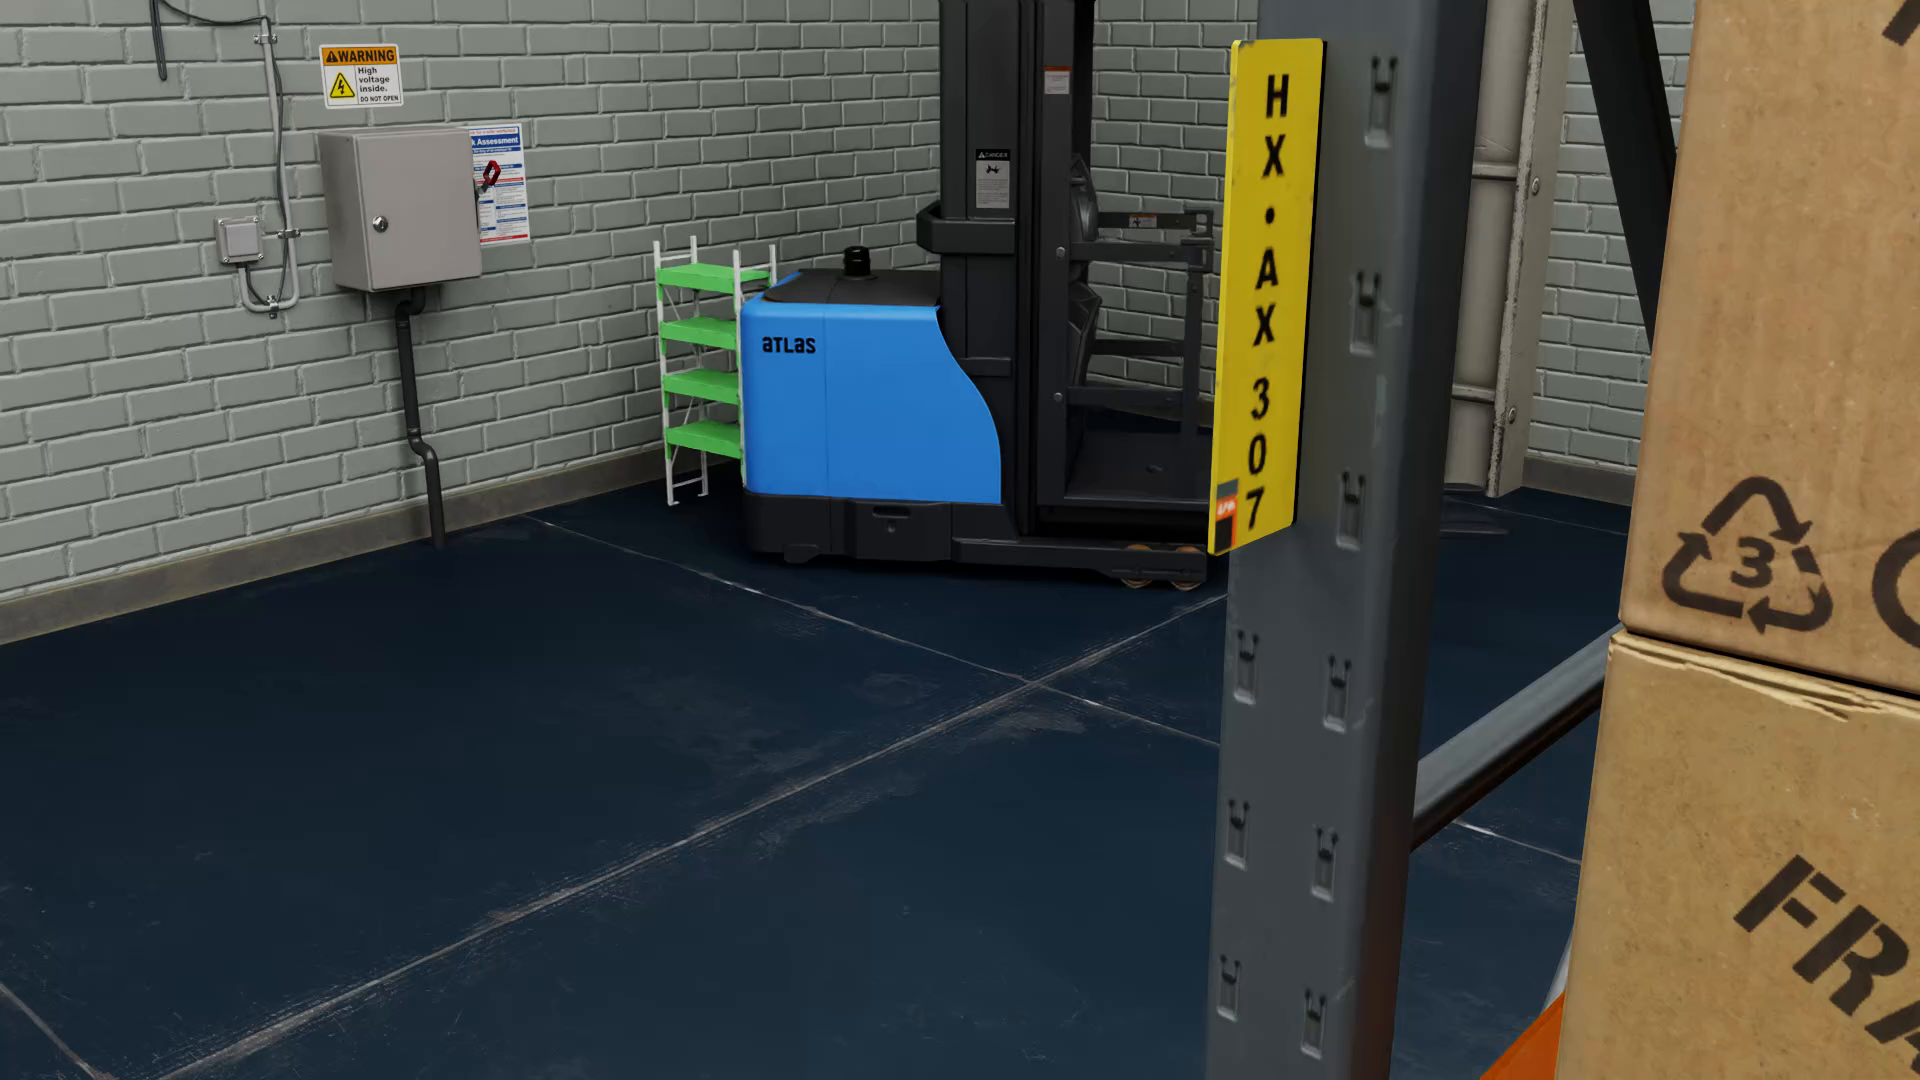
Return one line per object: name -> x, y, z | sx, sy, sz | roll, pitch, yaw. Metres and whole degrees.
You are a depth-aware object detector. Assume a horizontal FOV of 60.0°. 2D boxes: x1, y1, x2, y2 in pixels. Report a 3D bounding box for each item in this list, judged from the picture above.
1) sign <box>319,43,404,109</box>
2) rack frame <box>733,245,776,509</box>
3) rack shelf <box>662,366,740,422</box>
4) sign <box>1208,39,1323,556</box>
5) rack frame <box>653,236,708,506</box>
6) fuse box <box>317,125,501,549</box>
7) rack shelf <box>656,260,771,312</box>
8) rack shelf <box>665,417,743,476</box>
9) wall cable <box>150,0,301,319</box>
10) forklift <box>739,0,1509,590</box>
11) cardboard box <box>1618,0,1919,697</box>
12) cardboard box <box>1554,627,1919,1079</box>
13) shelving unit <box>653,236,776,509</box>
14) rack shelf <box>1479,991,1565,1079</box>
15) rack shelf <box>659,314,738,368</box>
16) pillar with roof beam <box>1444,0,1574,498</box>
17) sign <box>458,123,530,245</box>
sign -> -2.350, -1.825, 6.538 | 0.001, 0.242, 0.339 | 15, 23, 39
rack frame -> -0.872, -0.668, 7.234 | 0.015, 1.200, 0.240 | 13, 22, 36
rack shelf -> -1.065, -0.653, 7.396 | 0.480, 0.148, 0.258 | 13, 22, 36
sign -> 0.198, -0.155, 1.080 | 0.005, 0.325, 0.100 | 15, 23, 39
rack frame -> -1.258, -0.759, 7.519 | 0.015, 1.200, 0.240 | 13, 22, 36
fuse box -> -2.159, -0.788, 6.766 | 0.414, 1.711, 0.539 | 15, 23, 39
rack shelf -> -1.065, -1.110, 7.250 | 0.480, 0.148, 0.258 | 13, 22, 36
rack shelf -> -1.065, -0.424, 7.468 | 0.480, 0.148, 0.258 | 13, 22, 36
wall cable -> -2.730, -1.764, 6.030 | 0.122, 1.984, 0.588 | 15, 23, 39
forklift -> 0.681, -1.375, 6.599 | 3.031, 2.935, 1.130 | 2, 18, 8
cardboard box -> 0.741, -0.193, 0.942 | 0.500, 0.500, 0.500 | 14, 23, 38
cardboard box -> 0.739, 0.284, 1.091 | 0.500, 0.500, 0.500 | 15, 23, 39
shelving unit -> -1.065, -0.713, 7.376 | 0.503, 1.200, 0.258 | 13, 22, 36
rack shelf -> 2.067, 0.915, 0.458 | 4.000, 0.370, 1.077 | 15, 23, 39
rack shelf -> -1.065, -0.881, 7.323 | 0.480, 0.148, 0.258 | 13, 22, 36
pillar with roof beam -> -0.413, -3.584, 3.528 | 0.400, 9.000, 9.100 | 15, 23, 39
sign -> -1.986, -1.510, 7.068 | 0.001, 0.494, 0.329 | 15, 23, 39
